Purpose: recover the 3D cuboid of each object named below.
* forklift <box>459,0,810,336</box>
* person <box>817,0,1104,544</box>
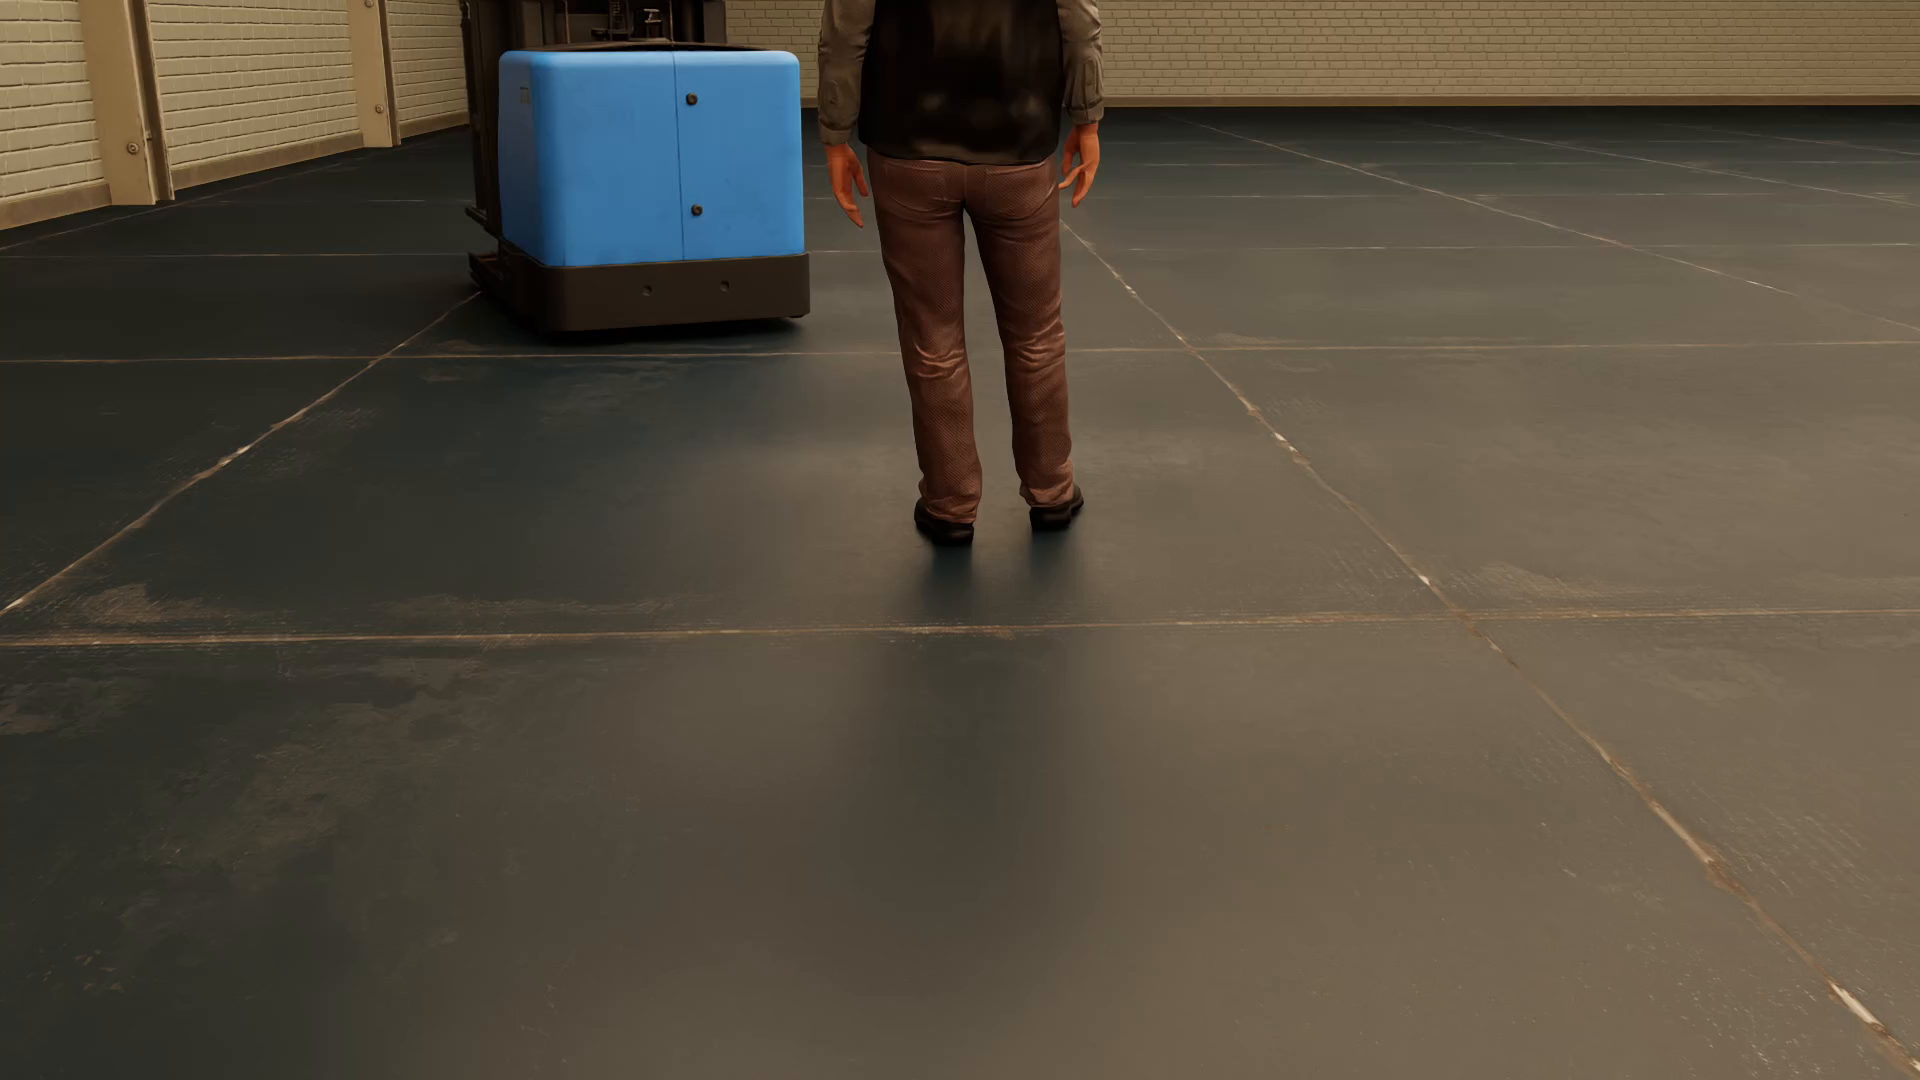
[{"bbox_3d":[-1.649,-2.570,7.308,1.130,2.935,3.031,-7,18,-22],"label":"forklift"},{"bbox_3d":[0.004,-0.849,3.725,0.633,1.722,0.566,-1,17,-3],"label":"person"}]
